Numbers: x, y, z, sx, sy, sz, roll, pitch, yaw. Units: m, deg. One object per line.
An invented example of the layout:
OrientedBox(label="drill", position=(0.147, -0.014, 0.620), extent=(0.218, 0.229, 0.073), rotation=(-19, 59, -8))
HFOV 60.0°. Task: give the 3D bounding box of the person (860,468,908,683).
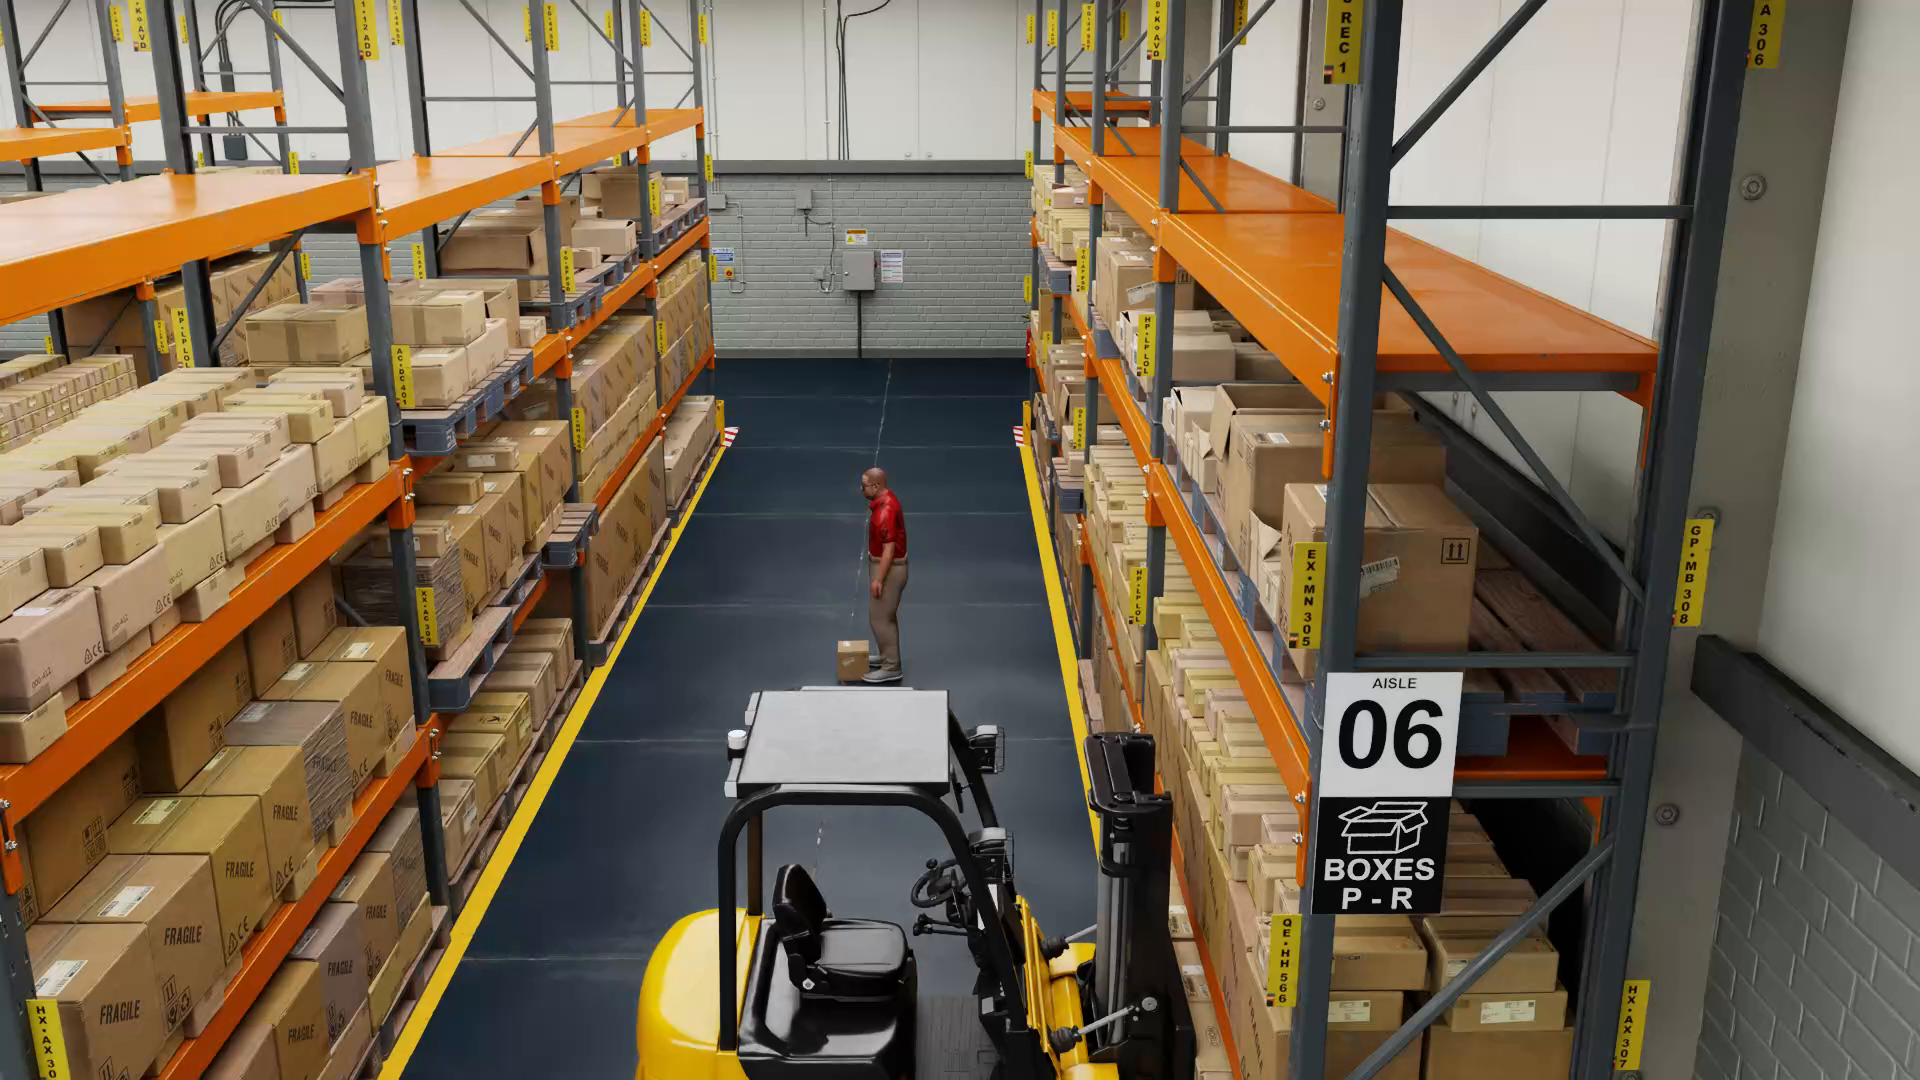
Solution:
OrientedBox(label="person", position=(-0.608, 0.259, 13.219), extent=(0.393, 1.727, 0.587), rotation=(0, 17, 0))
